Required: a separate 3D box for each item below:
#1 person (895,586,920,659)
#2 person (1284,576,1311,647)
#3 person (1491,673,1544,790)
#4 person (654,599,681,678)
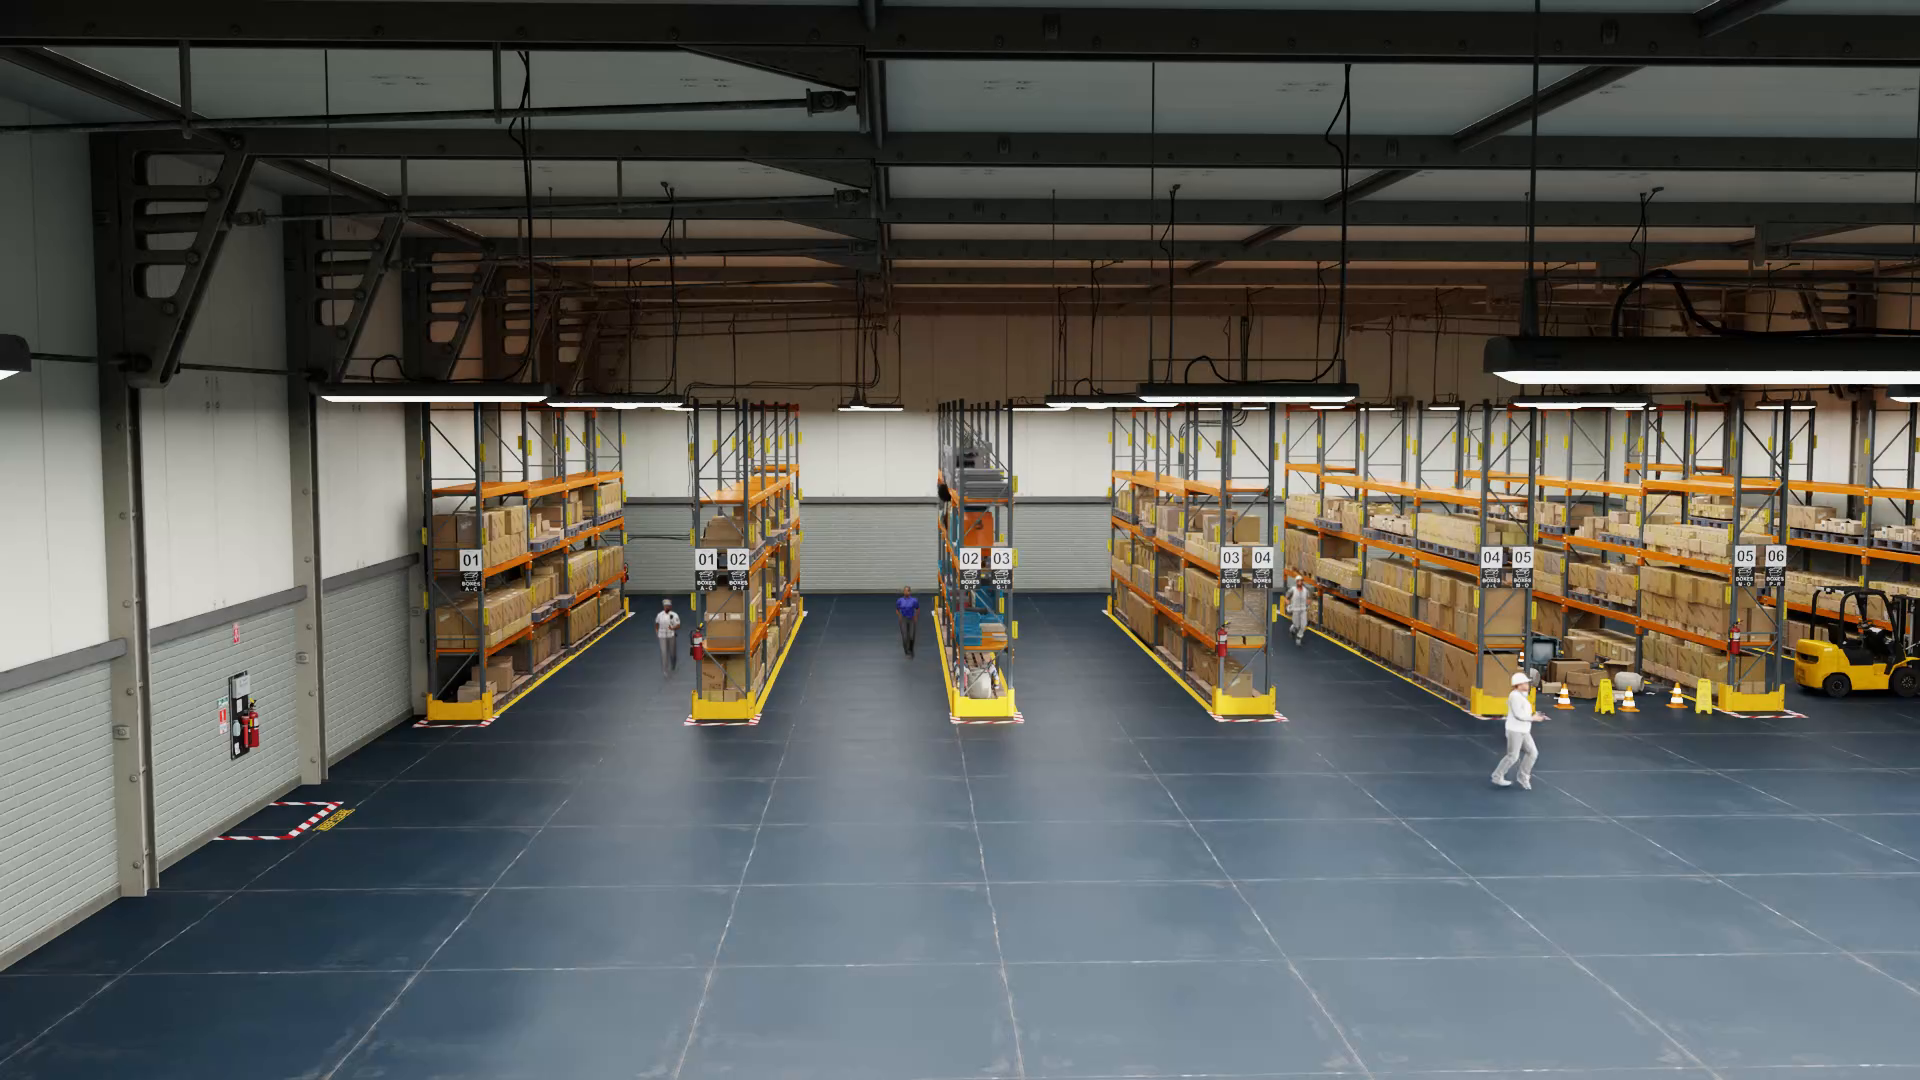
[{"bbox_3d":[-1.156,1.835,36.760,0.550,1.634,0.513,0,4,-1],"label":"person"},{"bbox_3d":[8.340,1.749,40.954,0.647,1.738,0.601,0,4,-6],"label":"person"},{"bbox_3d":[8.501,2.937,25.303,0.748,1.850,0.675,2,5,29],"label":"person"},{"bbox_3d":[-6.395,2.121,36.320,0.587,1.671,0.852,0,4,-5],"label":"person"}]
